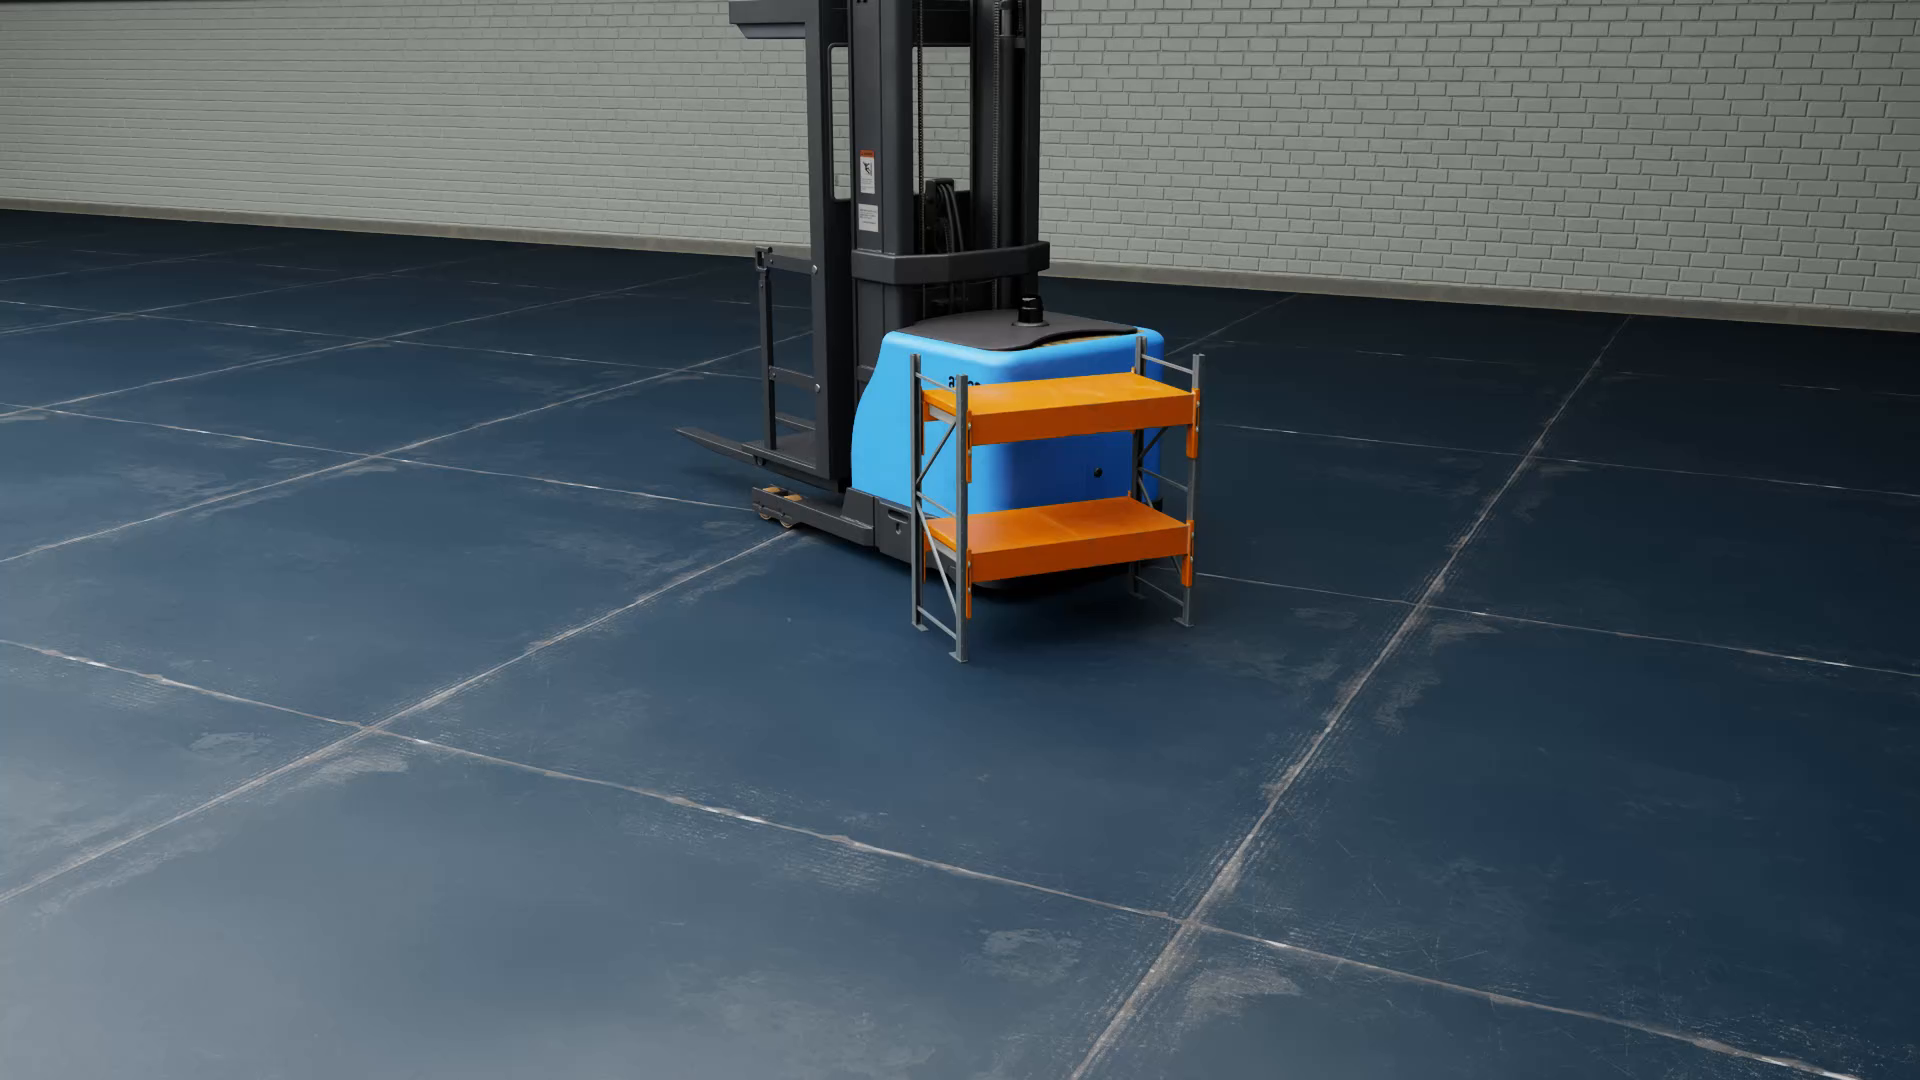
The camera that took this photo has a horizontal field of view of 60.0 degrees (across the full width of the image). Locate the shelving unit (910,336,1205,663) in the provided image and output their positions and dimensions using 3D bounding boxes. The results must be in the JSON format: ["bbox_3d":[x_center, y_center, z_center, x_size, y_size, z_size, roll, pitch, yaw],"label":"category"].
[{"bbox_3d":[0.381,-0.188,6.683,1.048,1.125,0.538,-7,18,-23],"label":"shelving unit"}]

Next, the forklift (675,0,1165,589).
[{"bbox_3d":[-0.393,-1.543,8.071,1.130,2.935,3.031,-13,21,-37],"label":"forklift"}]

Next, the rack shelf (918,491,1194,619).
[{"bbox_3d":[0.381,0.046,6.753,1.000,0.278,0.538,-7,18,-23],"label":"rack shelf"}]

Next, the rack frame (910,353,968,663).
[{"bbox_3d":[-0.084,-0.130,6.487,0.032,1.125,0.500,-7,18,-23],"label":"rack frame"}]

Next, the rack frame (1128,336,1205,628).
[{"bbox_3d":[0.847,-0.247,6.879,0.032,1.125,0.500,-7,18,-23],"label":"rack frame"}]

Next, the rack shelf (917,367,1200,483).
[{"bbox_3d":[0.381,-0.469,6.600,1.000,0.278,0.538,-7,18,-23],"label":"rack shelf"}]
